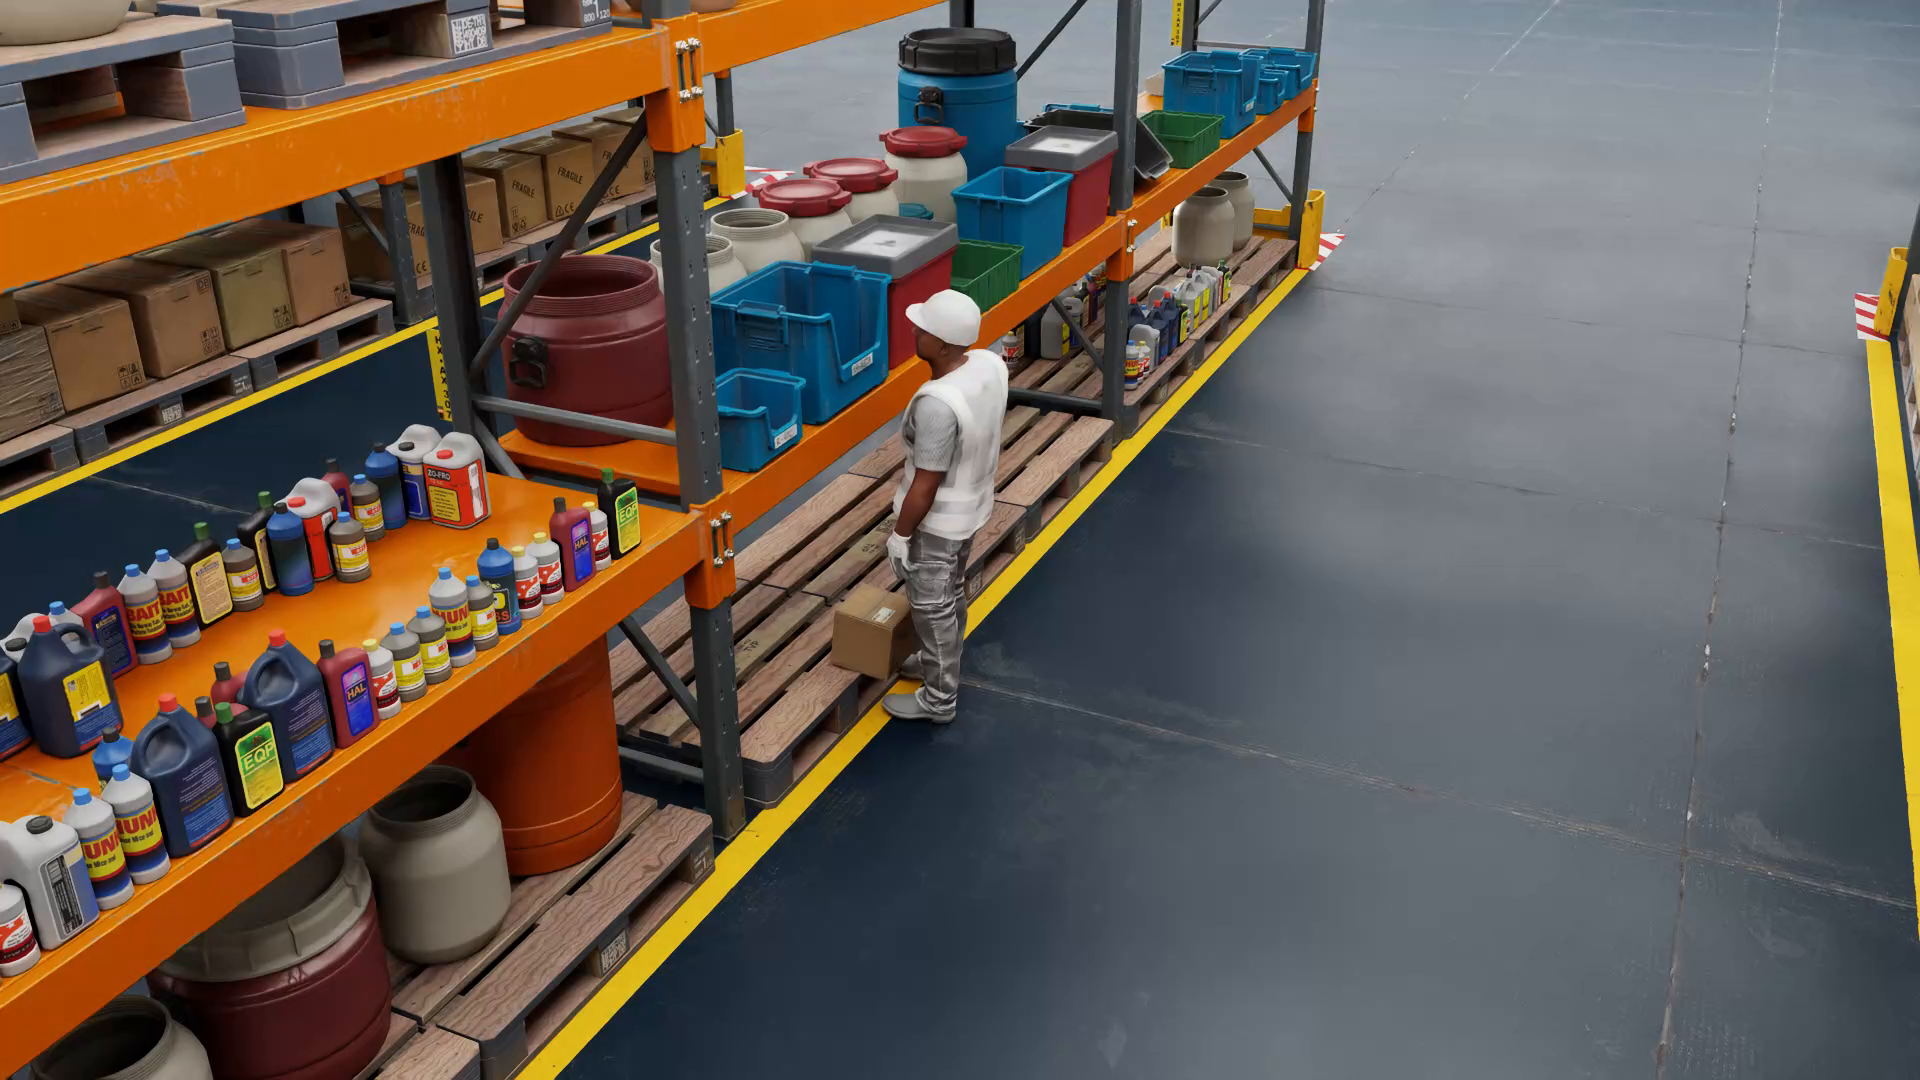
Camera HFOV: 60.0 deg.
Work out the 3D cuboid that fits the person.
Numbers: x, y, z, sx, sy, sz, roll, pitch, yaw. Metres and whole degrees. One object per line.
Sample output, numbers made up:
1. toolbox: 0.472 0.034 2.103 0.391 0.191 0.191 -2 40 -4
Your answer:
1. person: -0.136 -0.115 6.305 0.575 1.786 0.656 11 28 22
